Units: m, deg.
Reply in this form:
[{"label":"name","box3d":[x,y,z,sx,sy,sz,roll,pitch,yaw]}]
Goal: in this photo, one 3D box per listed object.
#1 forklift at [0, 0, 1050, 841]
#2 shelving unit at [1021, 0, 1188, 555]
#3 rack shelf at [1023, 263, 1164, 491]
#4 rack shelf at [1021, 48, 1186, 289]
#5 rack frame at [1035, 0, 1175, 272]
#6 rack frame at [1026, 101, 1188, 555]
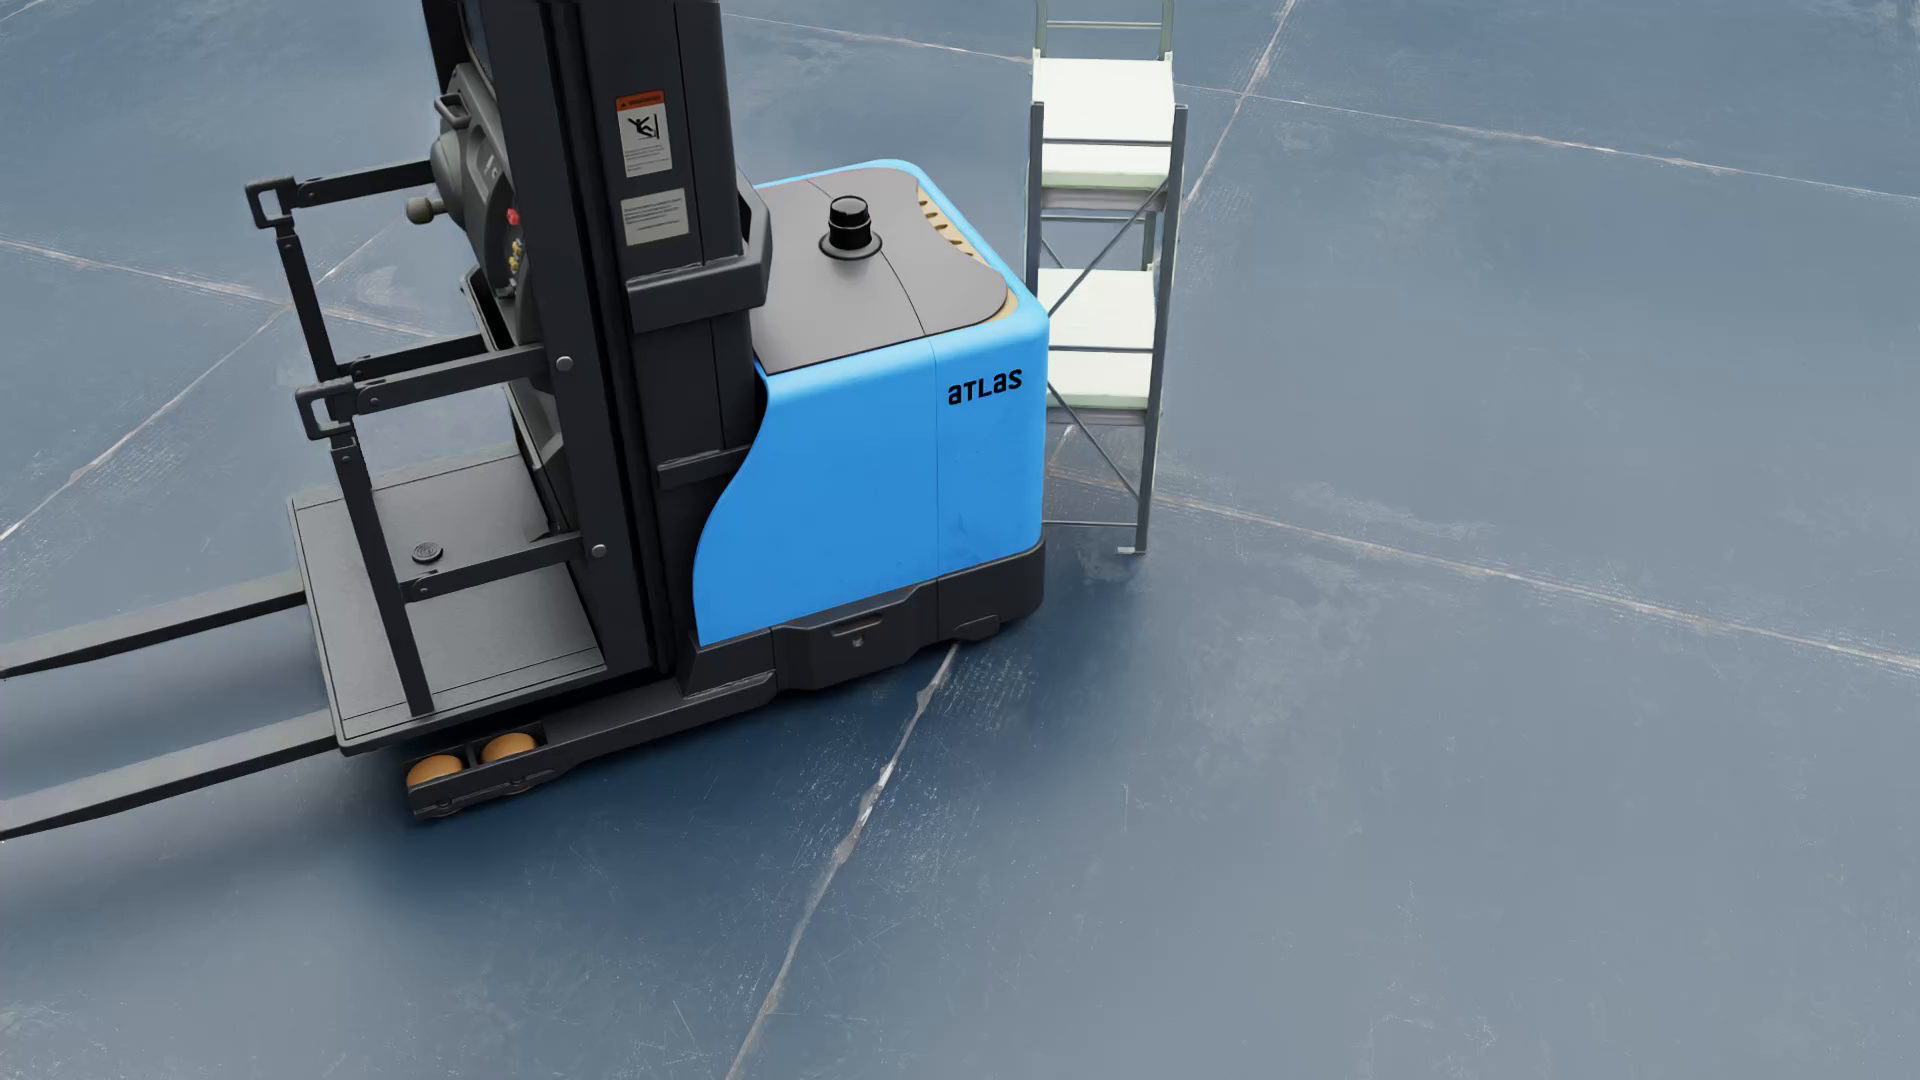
[{"label":"forklift","box3d":[-1.314,-0.776,3.901,3.031,2.935,1.130,-16,43,-18]},{"label":"shelving unit","box3d":[0.401,-0.777,5.005,0.431,1.500,0.755,2,41,2]},{"label":"rack shelf","box3d":[0.401,-0.529,5.217,0.431,0.370,0.720,2,41,2]},{"label":"rack shelf","box3d":[0.401,-1.074,4.752,0.431,0.370,0.720,2,41,2]},{"label":"rack frame","box3d":[0.421,-1.014,5.283,0.400,1.500,0.023,2,41,2]},{"label":"rack frame","box3d":[0.381,-0.540,4.727,0.400,1.500,0.023,2,41,2]}]
